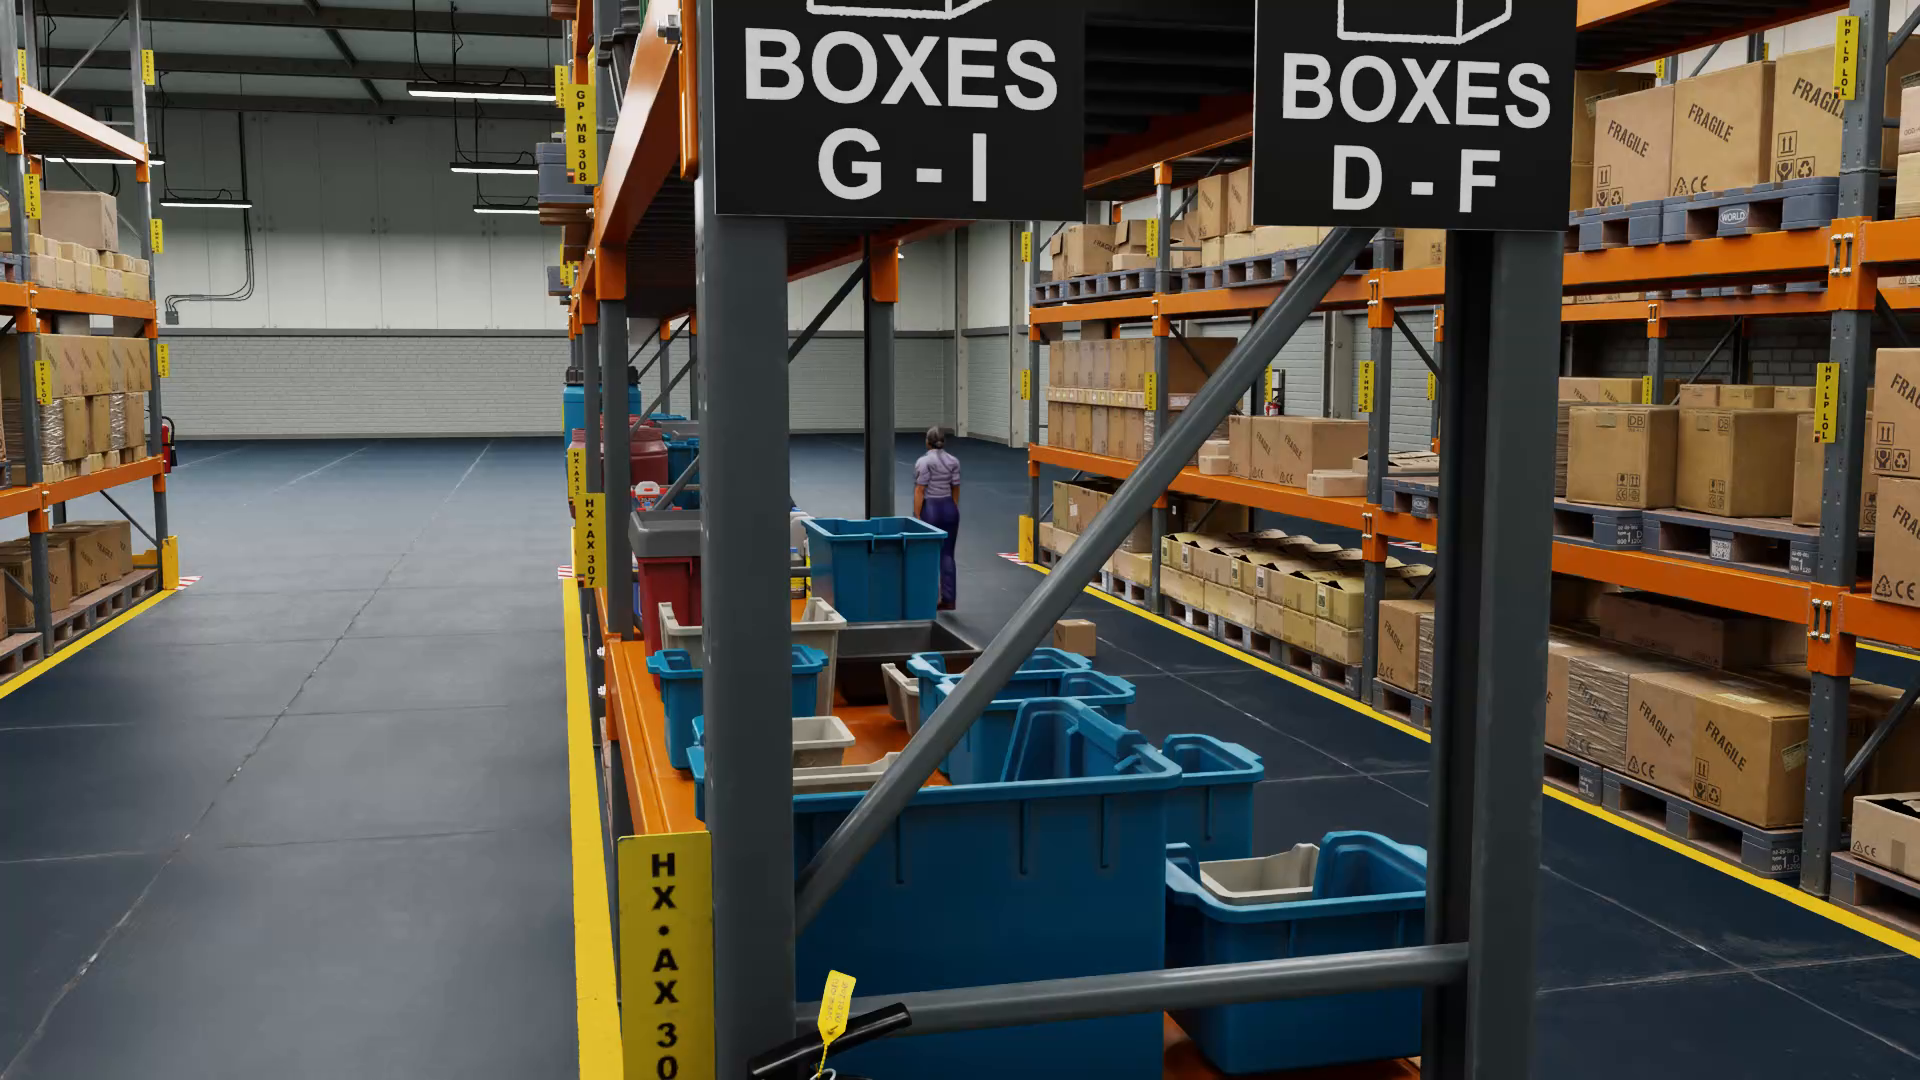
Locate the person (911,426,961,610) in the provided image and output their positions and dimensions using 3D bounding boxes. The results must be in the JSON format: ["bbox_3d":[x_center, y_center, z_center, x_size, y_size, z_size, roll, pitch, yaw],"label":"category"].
[{"bbox_3d":[-0.241,-0.162,14.807,0.523,1.702,0.526,-4,7,-29],"label":"person"}]
